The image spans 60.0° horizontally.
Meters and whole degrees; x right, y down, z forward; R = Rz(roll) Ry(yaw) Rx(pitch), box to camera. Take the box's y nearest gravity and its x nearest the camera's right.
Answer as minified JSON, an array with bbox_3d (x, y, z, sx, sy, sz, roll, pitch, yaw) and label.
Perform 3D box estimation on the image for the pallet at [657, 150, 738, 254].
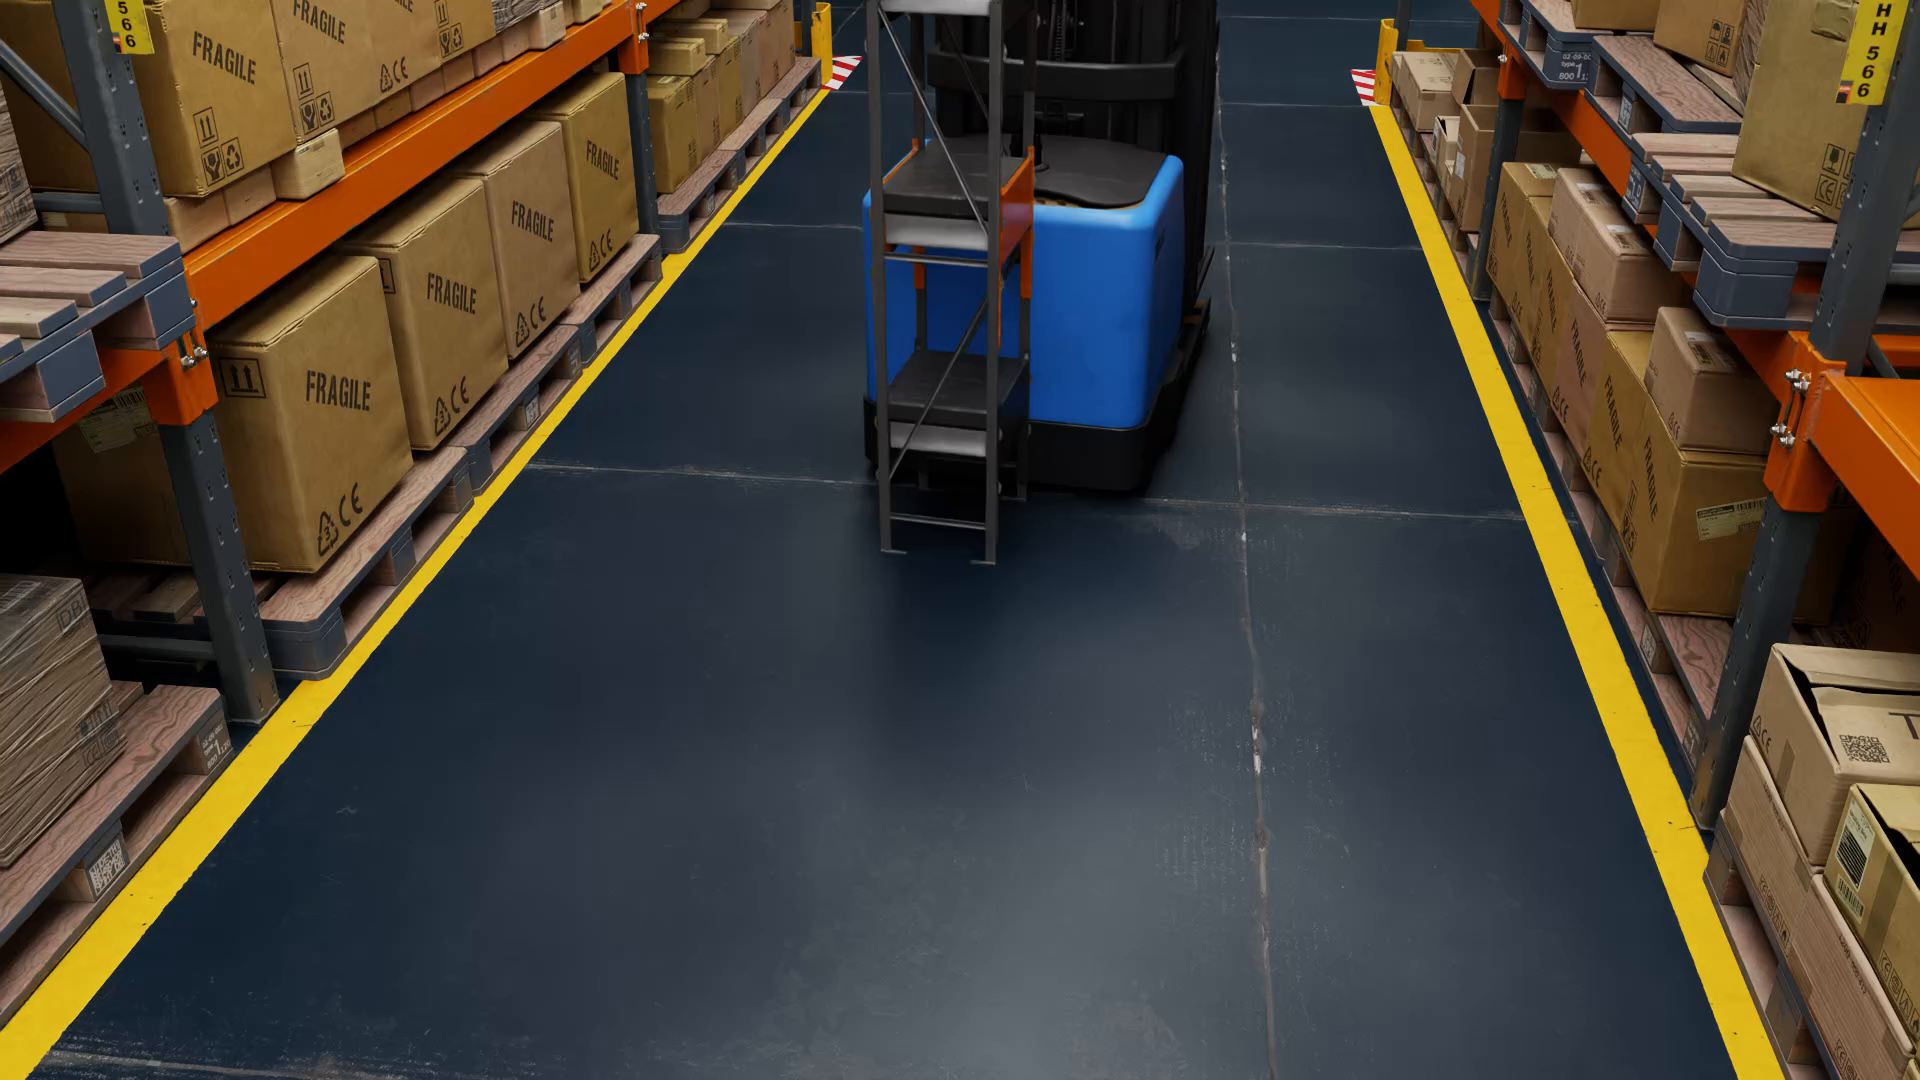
[{"bbox_3d":[-1.827,-1.851,8.963,1.003,0.211,1.213,3,28,6],"label":"pallet"}]

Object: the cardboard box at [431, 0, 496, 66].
[{"bbox_3d":[-1.983,-1.965,5.795,0.500,0.500,0.500,4,29,8],"label":"cardboard box"}]

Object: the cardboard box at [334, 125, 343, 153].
[{"bbox_3d":[-2.153,-1.246,5.144,0.380,0.149,0.250,3,28,6],"label":"cardboard box"}]

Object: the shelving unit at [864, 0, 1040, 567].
[{"bbox_3d":[-0.015,-0.972,5.340,0.431,2.100,0.503,7,29,12],"label":"shelving unit"}]

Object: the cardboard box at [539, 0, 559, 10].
[{"bbox_3d":[-1.857,-2.436,6.670,0.500,0.500,0.500,4,29,7],"label":"cardboard box"}]

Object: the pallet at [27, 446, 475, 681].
[{"bbox_3d":[-2.316,0.018,5.493,1.003,0.211,1.213,3,28,6],"label":"pallet"}]

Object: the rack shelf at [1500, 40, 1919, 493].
[{"bbox_3d":[2.674,-1.181,5.538,1.077,0.370,4.000,3,28,6],"label":"rack shelf"}]

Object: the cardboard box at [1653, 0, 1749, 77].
[{"bbox_3d":[2.764,-1.833,5.441,0.700,0.500,0.500,-4,29,-7],"label":"cardboard box"}]

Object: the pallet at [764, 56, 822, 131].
[{"bbox_3d":[-1.528,-3.000,11.095,1.003,0.211,1.213,3,28,6],"label":"pallet"}]

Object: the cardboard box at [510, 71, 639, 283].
[{"bbox_3d":[-1.948,-1.650,7.474,0.750,0.750,0.750,4,29,7],"label":"cardboard box"}]

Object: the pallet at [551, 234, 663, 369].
[{"bbox_3d":[-2.017,-1.130,7.625,1.003,0.211,1.213,3,28,6],"label":"pallet"}]

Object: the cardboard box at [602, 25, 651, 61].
[{"bbox_3d":[-1.925,-2.757,9.213,0.380,0.149,0.250,2,28,5],"label":"cardboard box"}]

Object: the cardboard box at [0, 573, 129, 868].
[{"bbox_3d":[-2.524,0.406,4.005,0.700,0.500,0.500,4,29,7],"label":"cardboard box"}]

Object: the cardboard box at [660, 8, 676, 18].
[{"bbox_3d":[-1.862,-2.997,9.660,0.380,0.149,0.250,3,28,5],"label":"cardboard box"}]

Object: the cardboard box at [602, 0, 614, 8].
[{"bbox_3d":[-1.758,-2.448,7.375,0.380,0.149,0.250,4,29,7],"label":"cardboard box"}]

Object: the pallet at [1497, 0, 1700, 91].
[{"bbox_3d":[2.713,-1.985,6.474,1.003,0.211,1.213,3,28,6],"label":"pallet"}]

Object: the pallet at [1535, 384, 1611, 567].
[{"bbox_3d":[2.710,-0.251,5.993,1.003,0.211,1.213,3,28,6],"label":"pallet"}]

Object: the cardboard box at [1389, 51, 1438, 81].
[{"bbox_3d":[3.017,-3.084,10.853,0.380,0.149,0.250,3,28,6],"label":"cardboard box"}]

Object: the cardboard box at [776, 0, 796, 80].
[{"bbox_3d":[-1.494,-3.357,11.012,0.700,0.500,0.500,3,28,6],"label":"cardboard box"}]

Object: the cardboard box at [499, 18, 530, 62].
[{"bbox_3d":[-1.912,-1.970,6.487,0.380,0.149,0.250,3,28,6],"label":"cardboard box"}]

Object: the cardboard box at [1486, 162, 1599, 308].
[{"bbox_3d":[2.618,-1.319,7.207,0.500,0.500,0.500,2,28,4],"label":"cardboard box"}]

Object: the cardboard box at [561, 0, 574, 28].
[{"bbox_3d":[-1.842,-2.209,6.931,0.380,0.149,0.250,4,29,8],"label":"cardboard box"}]

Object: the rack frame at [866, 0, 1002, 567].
[{"bbox_3d":[-0.074,-0.860,5.132,0.400,2.100,0.015,7,29,12],"label":"rack frame"}]

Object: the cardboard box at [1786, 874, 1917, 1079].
[{"bbox_3d":[2.013,0.935,3.307,0.500,0.250,0.500,3,28,5],"label":"cardboard box"}]

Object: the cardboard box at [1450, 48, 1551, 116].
[{"bbox_3d":[3.144,-2.419,9.245,0.797,0.503,0.637,3,28,6],"label":"cardboard box"}]

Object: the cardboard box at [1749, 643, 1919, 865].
[{"bbox_3d":[2.074,0.452,3.614,0.500,0.311,0.500,4,29,8],"label":"cardboard box"}]

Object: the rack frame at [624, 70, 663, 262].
[{"bbox_3d":[-1.997,-2.725,7.646,1.000,3.000,0.127,3,28,6],"label":"rack frame"}]

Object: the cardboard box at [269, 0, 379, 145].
[{"bbox_3d":[-2.101,-1.486,4.906,0.500,0.500,0.500,4,29,8],"label":"cardboard box"}]

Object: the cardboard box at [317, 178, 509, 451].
[{"bbox_3d":[-2.154,-0.831,5.954,0.750,0.750,0.750,3,28,6],"label":"cardboard box"}]

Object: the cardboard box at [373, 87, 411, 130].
[{"bbox_3d":[-2.087,-1.489,5.596,0.380,0.149,0.250,4,29,7],"label":"cardboard box"}]

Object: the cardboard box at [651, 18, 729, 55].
[{"bbox_3d":[-1.517,-2.838,9.363,0.380,0.149,0.250,3,28,5],"label":"cardboard box"}]

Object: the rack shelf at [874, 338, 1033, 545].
[{"bbox_3d":[-0.015,-0.344,5.678,0.431,0.518,0.480,7,29,12],"label":"rack shelf"}]

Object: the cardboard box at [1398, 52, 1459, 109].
[{"bbox_3d":[3.000,-2.830,10.276,0.500,0.250,0.500,3,28,6],"label":"cardboard box"}]

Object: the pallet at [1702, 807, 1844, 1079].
[{"bbox_3d":[2.290,1.057,3.566,1.003,0.211,1.213,3,28,6],"label":"pallet"}]

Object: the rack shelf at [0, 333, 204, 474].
[{"bbox_3d":[-2.733,0.416,2.574,1.077,0.370,4.000,3,28,6],"label":"rack shelf"}]

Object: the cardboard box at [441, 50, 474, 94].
[{"bbox_3d":[-2.001,-1.728,6.039,0.380,0.149,0.250,4,29,8],"label":"cardboard box"}]

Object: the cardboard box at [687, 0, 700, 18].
[{"bbox_3d":[-1.800,-3.237,10.105,0.380,0.149,0.250,4,29,7],"label":"cardboard box"}]

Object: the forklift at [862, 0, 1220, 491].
[{"bbox_3d":[0.502,-2.147,6.644,1.130,2.935,3.031,7,29,12],"label":"forklift"}]

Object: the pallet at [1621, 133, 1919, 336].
[{"bbox_3d":[2.443,-0.795,4.265,1.213,0.211,1.003,3,28,6],"label":"pallet"}]

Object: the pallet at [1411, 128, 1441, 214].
[{"bbox_3d":[3.151,-2.111,9.445,1.003,0.211,1.213,3,28,6],"label":"pallet"}]

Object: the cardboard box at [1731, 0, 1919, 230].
[{"bbox_3d":[2.395,-1.088,4.059,0.700,0.500,0.500,-6,29,-11],"label":"cardboard box"}]

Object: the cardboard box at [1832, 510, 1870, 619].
[{"bbox_3d":[2.827,-0.094,4.933,0.500,0.500,0.500,2,28,4],"label":"cardboard box"}]

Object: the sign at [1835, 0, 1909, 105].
[{"bbox_3d":[1.890,-1.058,3.415,0.100,0.325,0.005,3,28,6],"label":"sign"}]

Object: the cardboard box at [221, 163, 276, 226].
[{"bbox_3d":[-2.178,-1.000,4.688,0.380,0.149,0.250,4,29,7],"label":"cardboard box"}]

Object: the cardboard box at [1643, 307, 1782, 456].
[{"bbox_3d":[2.314,-0.460,4.823,0.500,0.250,0.500,4,29,8],"label":"cardboard box"}]

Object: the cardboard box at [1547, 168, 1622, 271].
[{"bbox_3d":[2.496,-1.178,6.156,0.500,0.250,0.500,3,29,6],"label":"cardboard box"}]

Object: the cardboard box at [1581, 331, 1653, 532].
[{"bbox_3d":[2.375,-0.347,5.403,0.500,0.500,0.500,2,28,4],"label":"cardboard box"}]

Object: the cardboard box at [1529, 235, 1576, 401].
[{"bbox_3d":[2.495,-0.832,6.304,0.500,0.500,0.500,4,29,7],"label":"cardboard box"}]

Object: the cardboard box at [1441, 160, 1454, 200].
[{"bbox_3d":[2.694,-1.842,8.549,0.380,0.149,0.250,3,28,6],"label":"cardboard box"}]

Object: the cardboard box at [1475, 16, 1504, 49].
[{"bbox_3d":[3.587,-3.145,10.597,0.500,0.500,0.500,3,28,6],"label":"cardboard box"}]

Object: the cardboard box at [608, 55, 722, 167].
[{"bbox_3d":[-1.739,-2.392,9.220,0.700,0.500,0.500,3,28,6],"label":"cardboard box"}]

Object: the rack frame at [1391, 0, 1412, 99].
[{"bbox_3d":[3.409,-4.322,10.610,1.000,3.000,0.127,3,28,6],"label":"rack frame"}]

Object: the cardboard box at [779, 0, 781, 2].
[{"bbox_3d":[-1.329,-3.572,10.726,0.380,0.149,0.250,3,28,6],"label":"cardboard box"}]

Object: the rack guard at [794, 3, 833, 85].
[{"bbox_3d":[-1.504,-3.519,11.755,1.175,0.500,0.348,3,28,6],"label":"rack guard"}]

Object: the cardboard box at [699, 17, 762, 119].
[{"bbox_3d":[-1.616,-2.885,10.135,0.700,0.500,0.500,2,28,5],"label":"cardboard box"}]

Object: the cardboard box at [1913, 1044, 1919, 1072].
[{"bbox_3d":[1.953,0.940,2.708,0.500,0.311,0.500,3,28,5],"label":"cardboard box"}]

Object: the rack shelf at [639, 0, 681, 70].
[{"bbox_3d":[-1.752,-3.350,9.564,1.077,0.370,4.000,3,28,6],"label":"rack shelf"}]

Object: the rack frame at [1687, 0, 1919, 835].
[{"bbox_3d":[2.429,-0.556,3.620,1.000,3.000,0.127,3,28,6],"label":"rack frame"}]
